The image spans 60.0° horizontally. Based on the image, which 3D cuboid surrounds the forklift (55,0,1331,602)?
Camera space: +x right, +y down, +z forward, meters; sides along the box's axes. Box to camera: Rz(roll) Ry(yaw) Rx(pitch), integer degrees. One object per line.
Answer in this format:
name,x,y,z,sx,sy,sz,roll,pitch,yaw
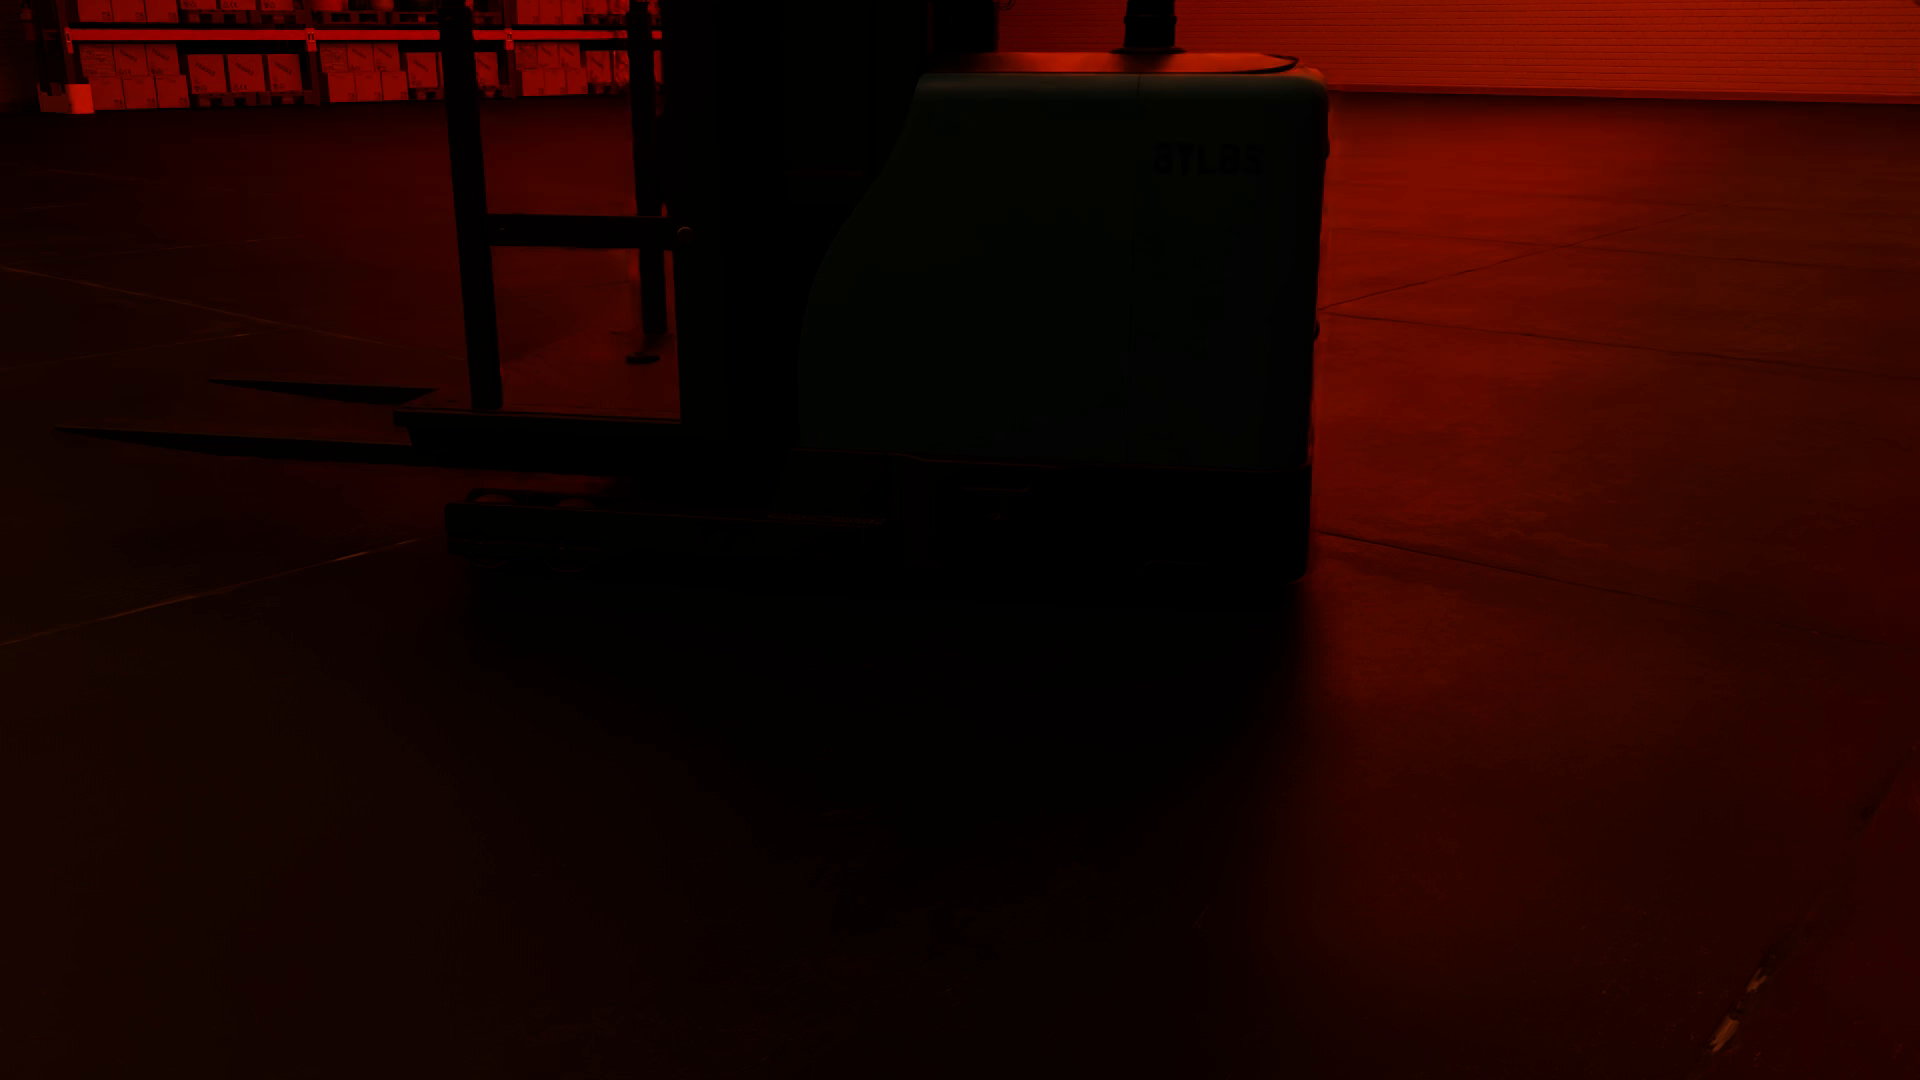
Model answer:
forklift,-0.679,-1.473,3.748,3.031,2.935,1.130,3,17,11
